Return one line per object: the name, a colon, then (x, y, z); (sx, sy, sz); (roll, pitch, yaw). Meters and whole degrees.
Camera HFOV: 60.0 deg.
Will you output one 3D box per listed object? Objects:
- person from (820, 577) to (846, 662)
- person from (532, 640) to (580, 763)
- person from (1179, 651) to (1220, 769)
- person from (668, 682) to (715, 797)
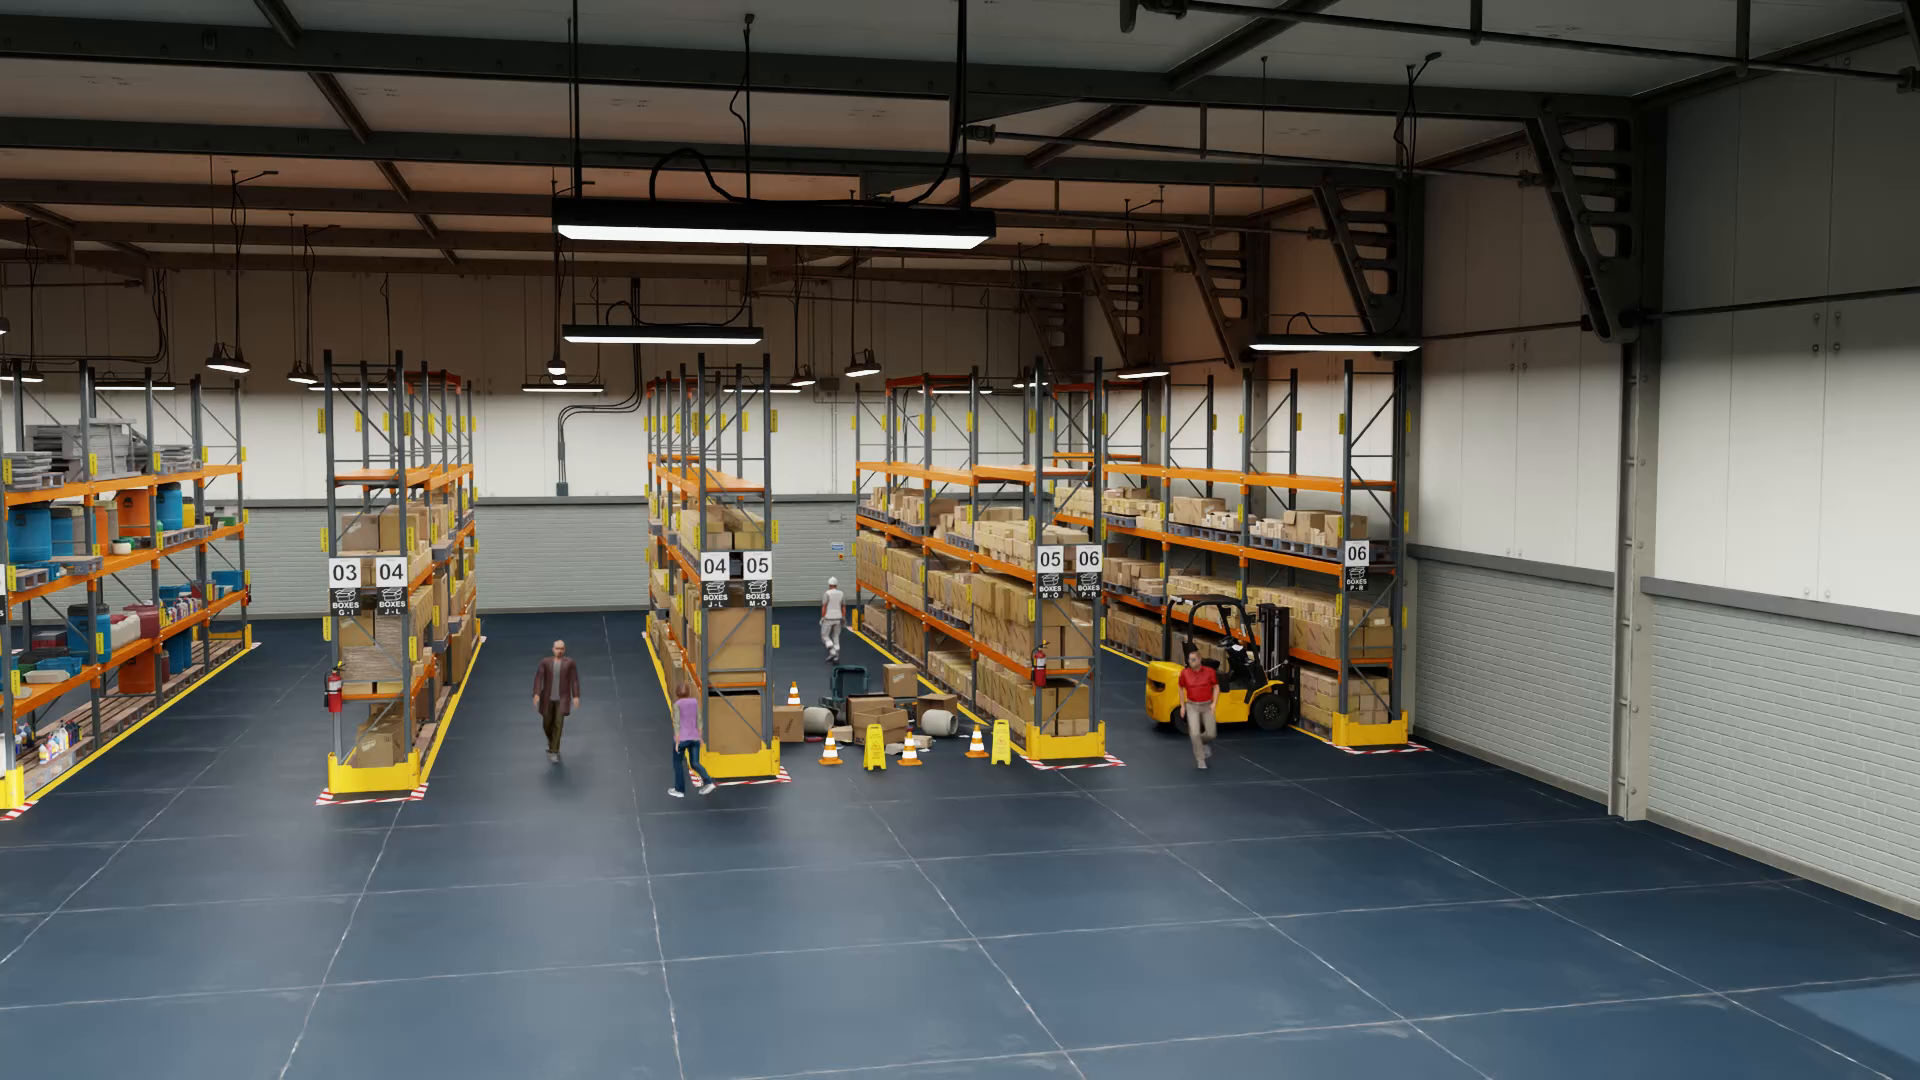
person: (-2.647, 1.680, 34.915); (0.597, 1.791, 0.512); (-3, 5, -34)
person: (-6.072, 2.396, 25.015); (0.687, 1.769, 0.891); (-1, 4, -9)
person: (3.509, 2.468, 24.403); (0.593, 1.697, 0.653); (0, 4, 6)
person: (-3.599, 2.671, 22.170); (0.836, 1.557, 0.426); (4, 6, 44)
